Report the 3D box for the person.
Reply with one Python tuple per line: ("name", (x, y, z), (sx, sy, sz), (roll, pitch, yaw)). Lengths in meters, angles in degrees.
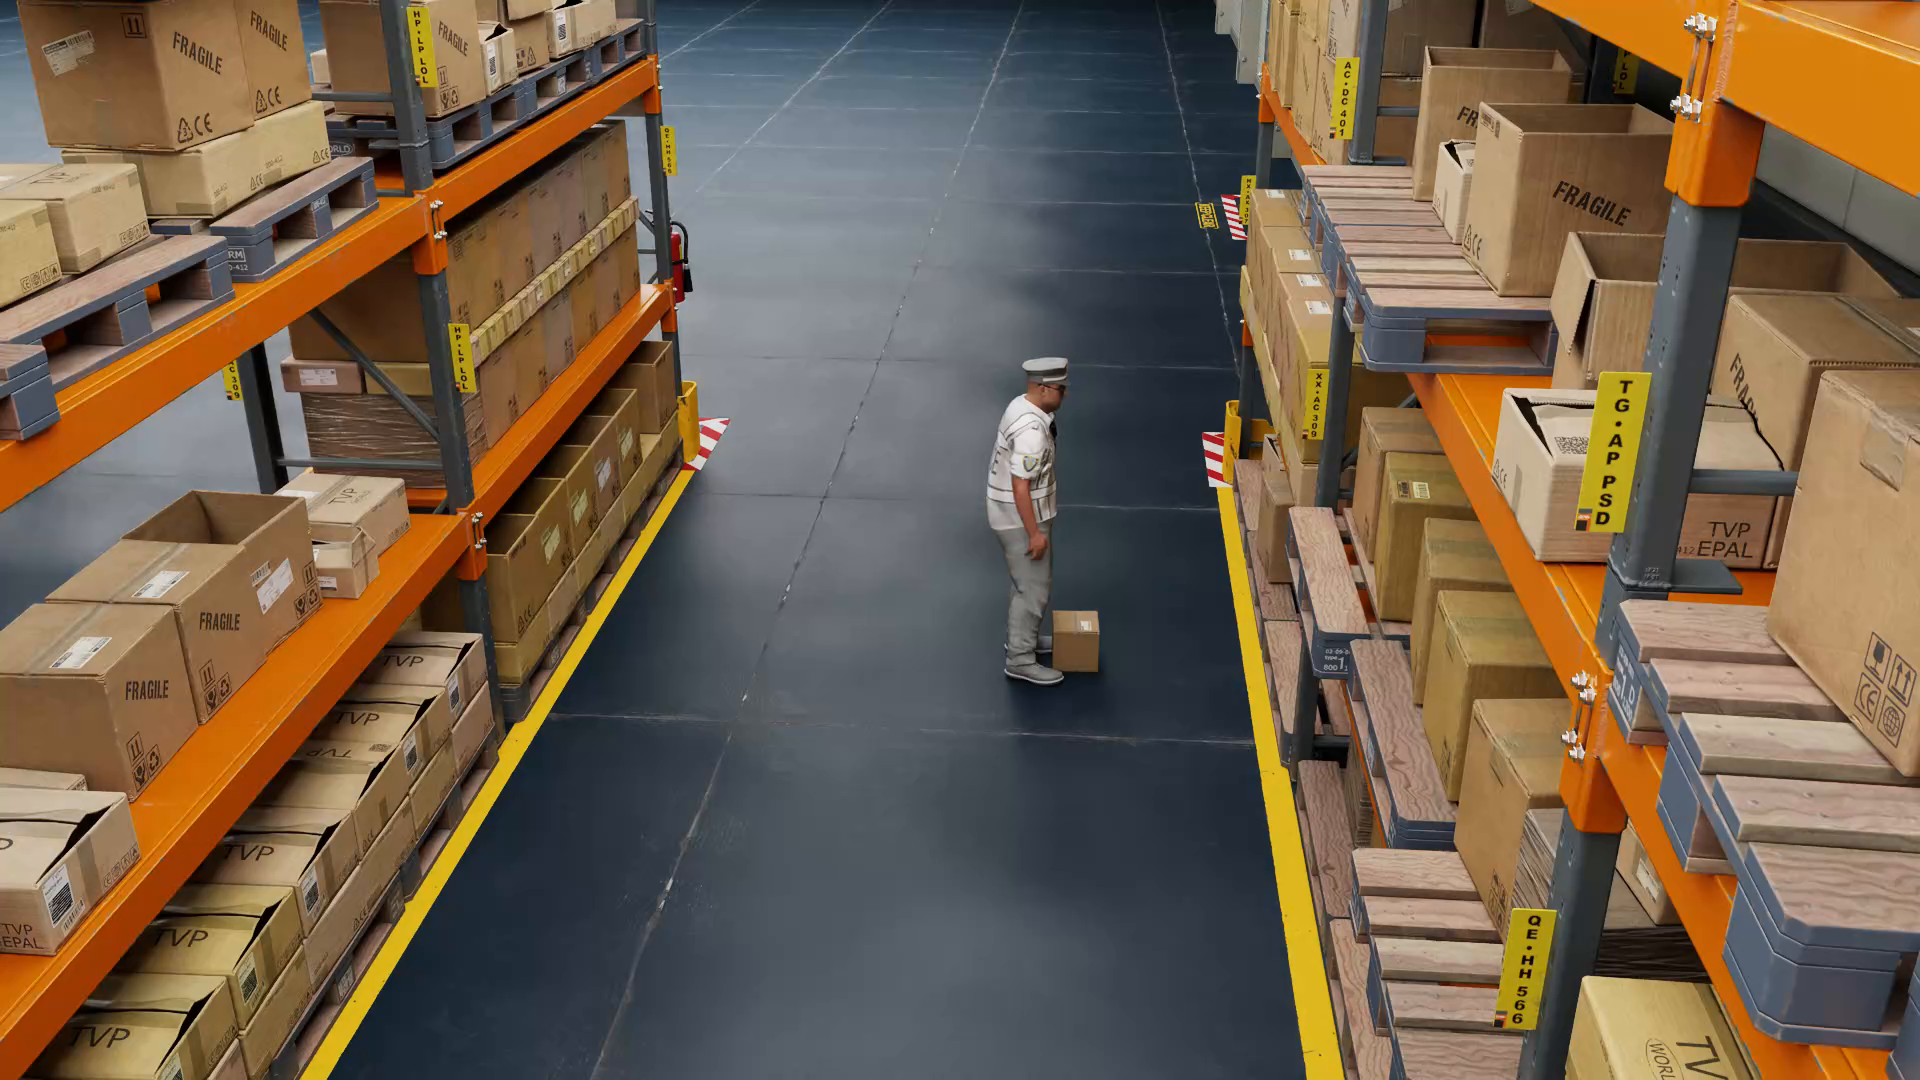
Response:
("person", (0.357, -0.124, 8.873), (0.432, 1.745, 0.585), (1, 24, 2))
